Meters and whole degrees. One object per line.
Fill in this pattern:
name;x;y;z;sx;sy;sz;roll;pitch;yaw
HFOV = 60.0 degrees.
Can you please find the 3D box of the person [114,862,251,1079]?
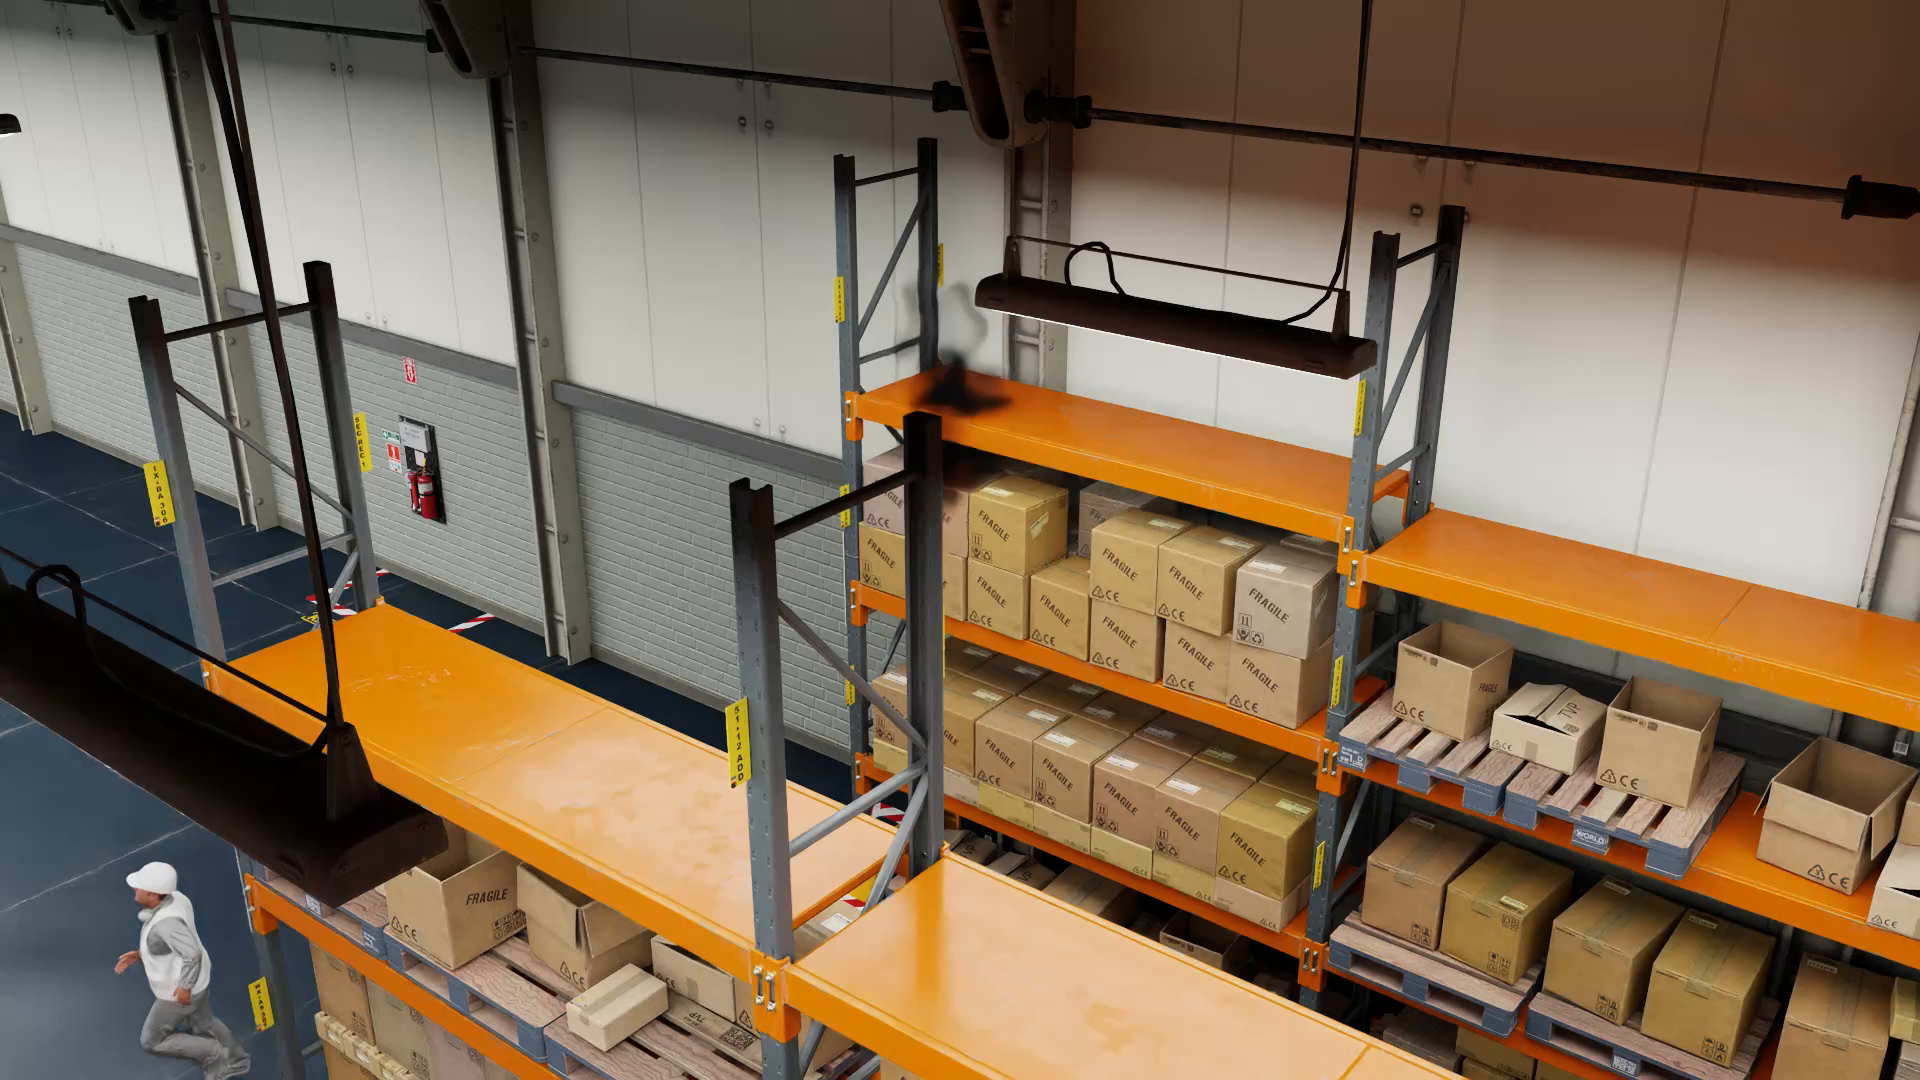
person;-5.094;2.876;10.783;0.685;1.752;0.689;-7;24;-17
